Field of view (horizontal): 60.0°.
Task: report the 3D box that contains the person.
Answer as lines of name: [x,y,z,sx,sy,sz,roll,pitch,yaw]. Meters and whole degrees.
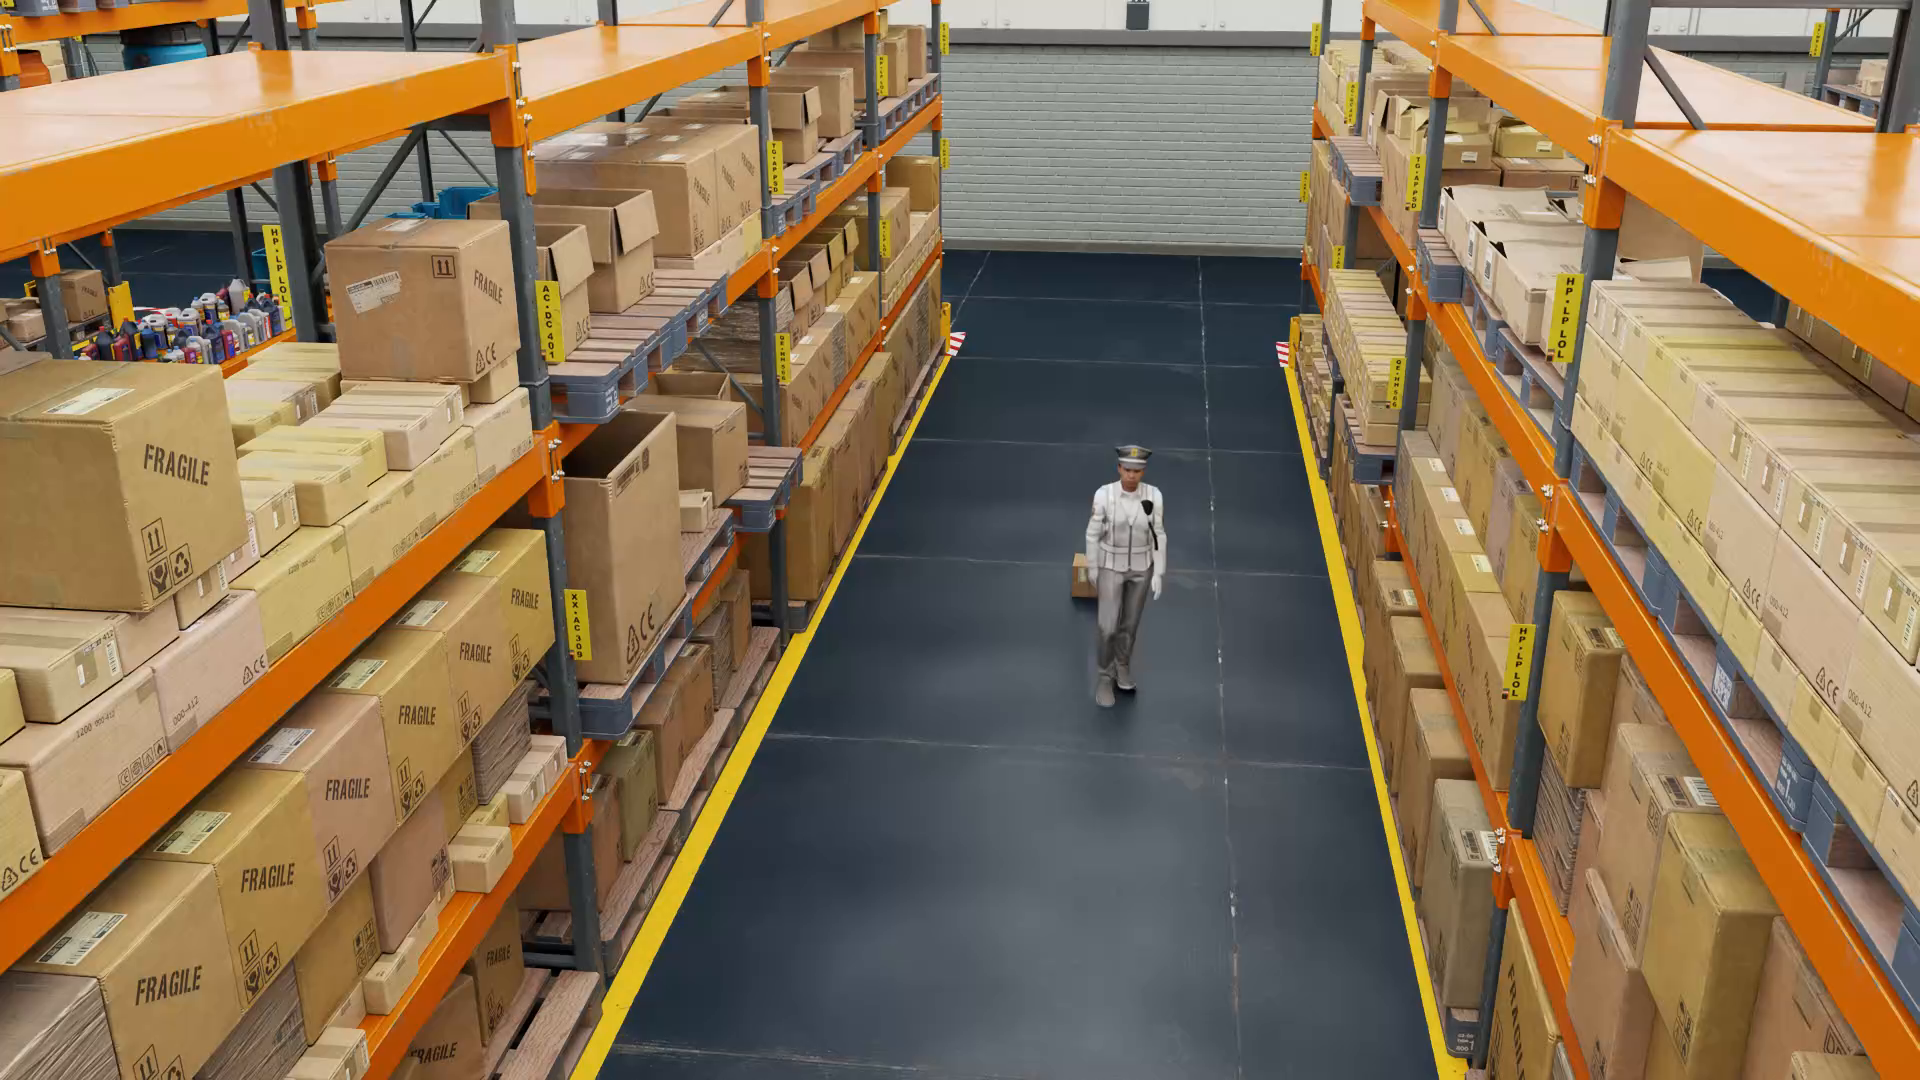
person: [1.050,0.218,10.505,0.494,1.737,0.490,-2,21,-5]
